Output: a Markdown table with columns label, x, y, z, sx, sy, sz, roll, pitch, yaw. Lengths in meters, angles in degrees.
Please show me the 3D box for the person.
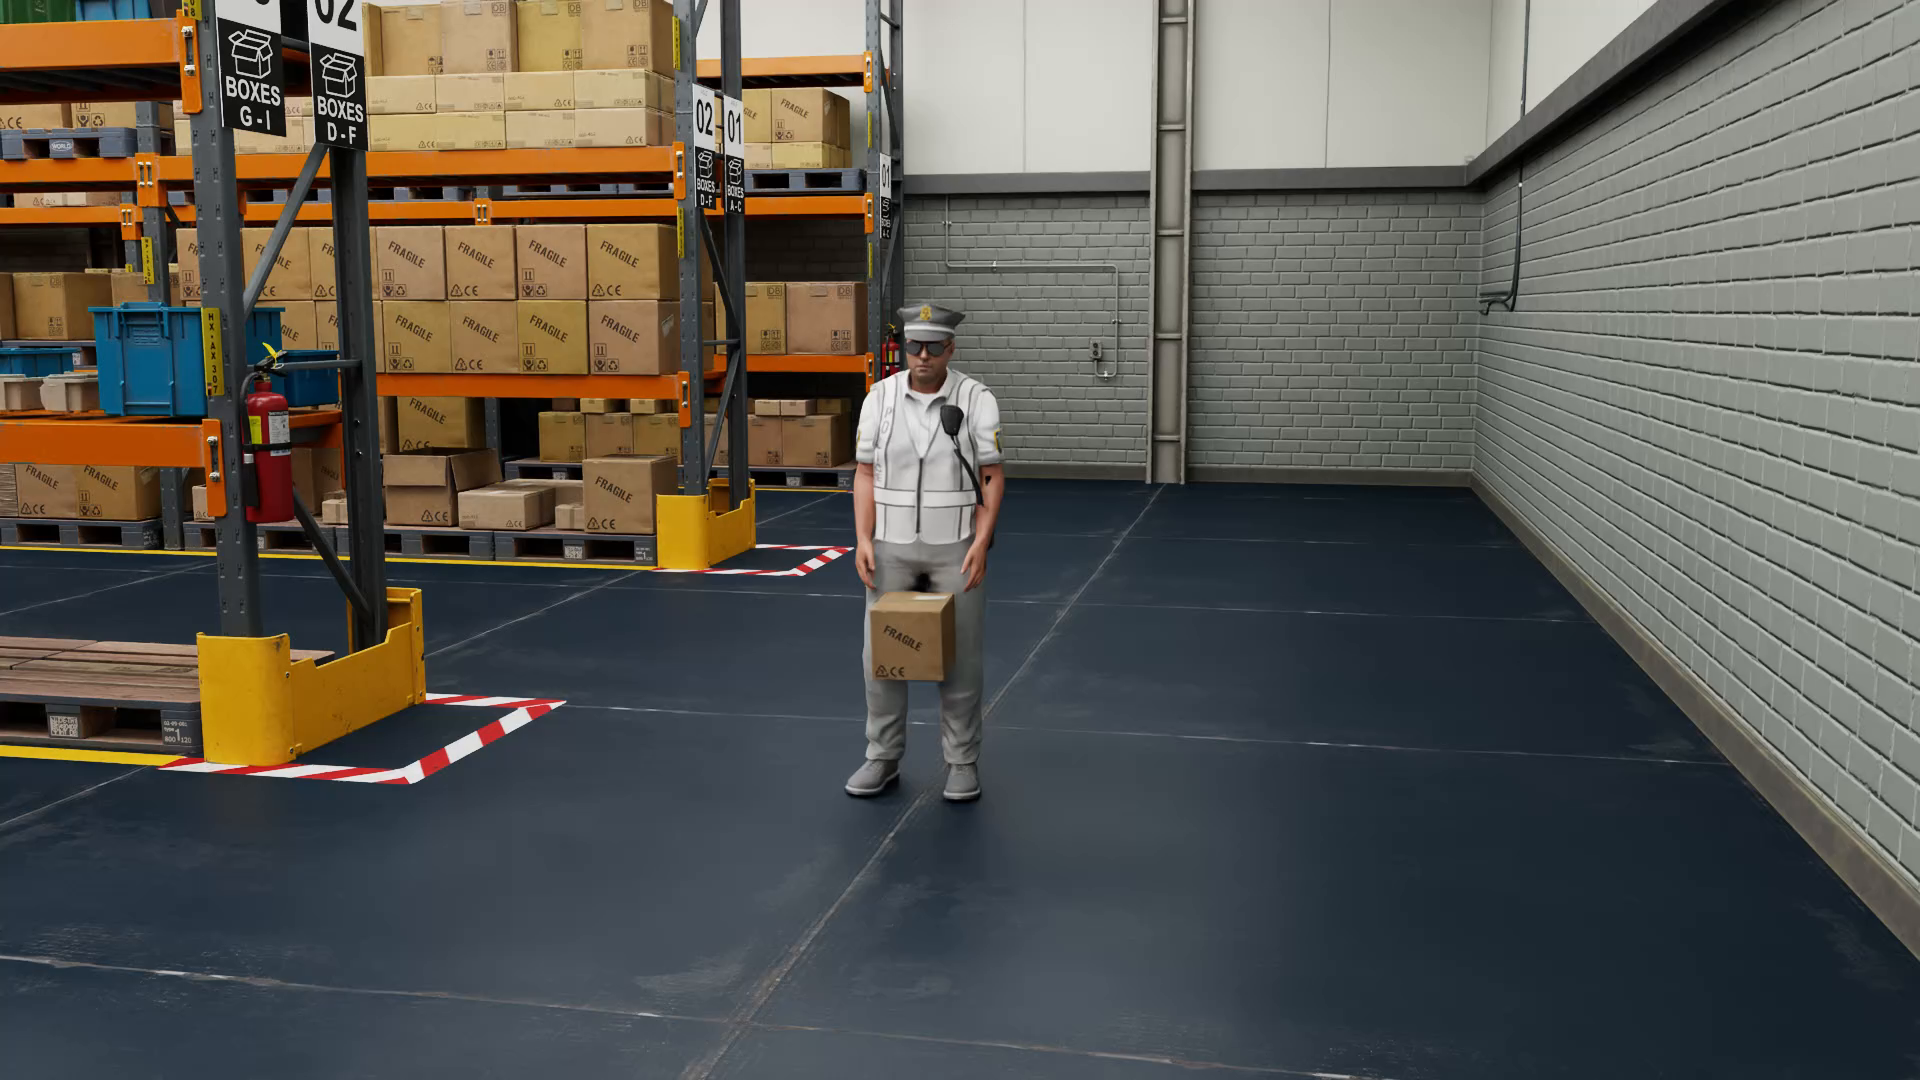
| label | x | y | z | sx | sy | sz | roll | pitch | yaw |
| --- | --- | --- | --- | --- | --- | --- | --- | --- | --- |
| person | -0.113 | 0.038 | 6.012 | 0.581 | 1.747 | 0.443 | 1 | 8 | 9 |
